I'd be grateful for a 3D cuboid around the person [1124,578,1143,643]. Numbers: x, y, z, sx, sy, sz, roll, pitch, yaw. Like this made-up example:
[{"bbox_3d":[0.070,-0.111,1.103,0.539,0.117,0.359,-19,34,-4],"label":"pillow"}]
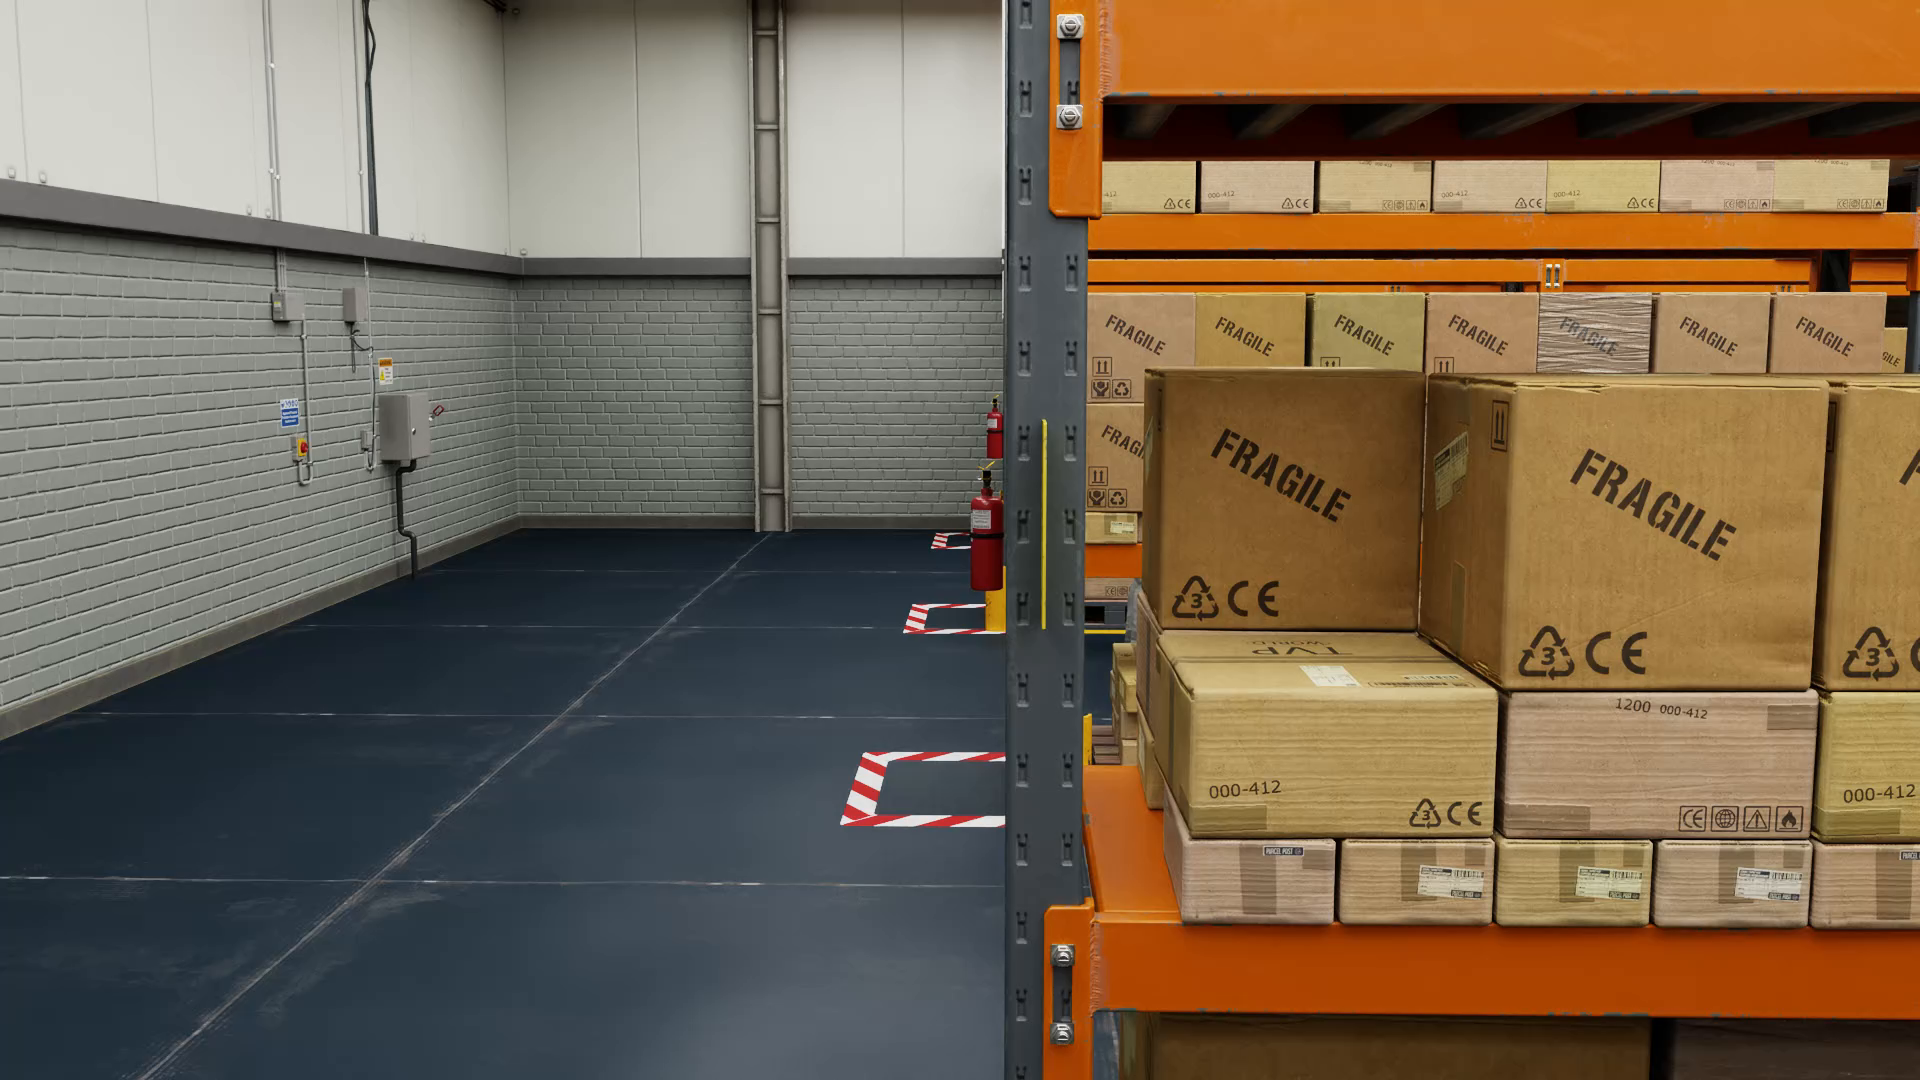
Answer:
[{"bbox_3d":[1.303,-0.071,11.811,0.434,1.745,0.595,0,7,0],"label":"person"}]
